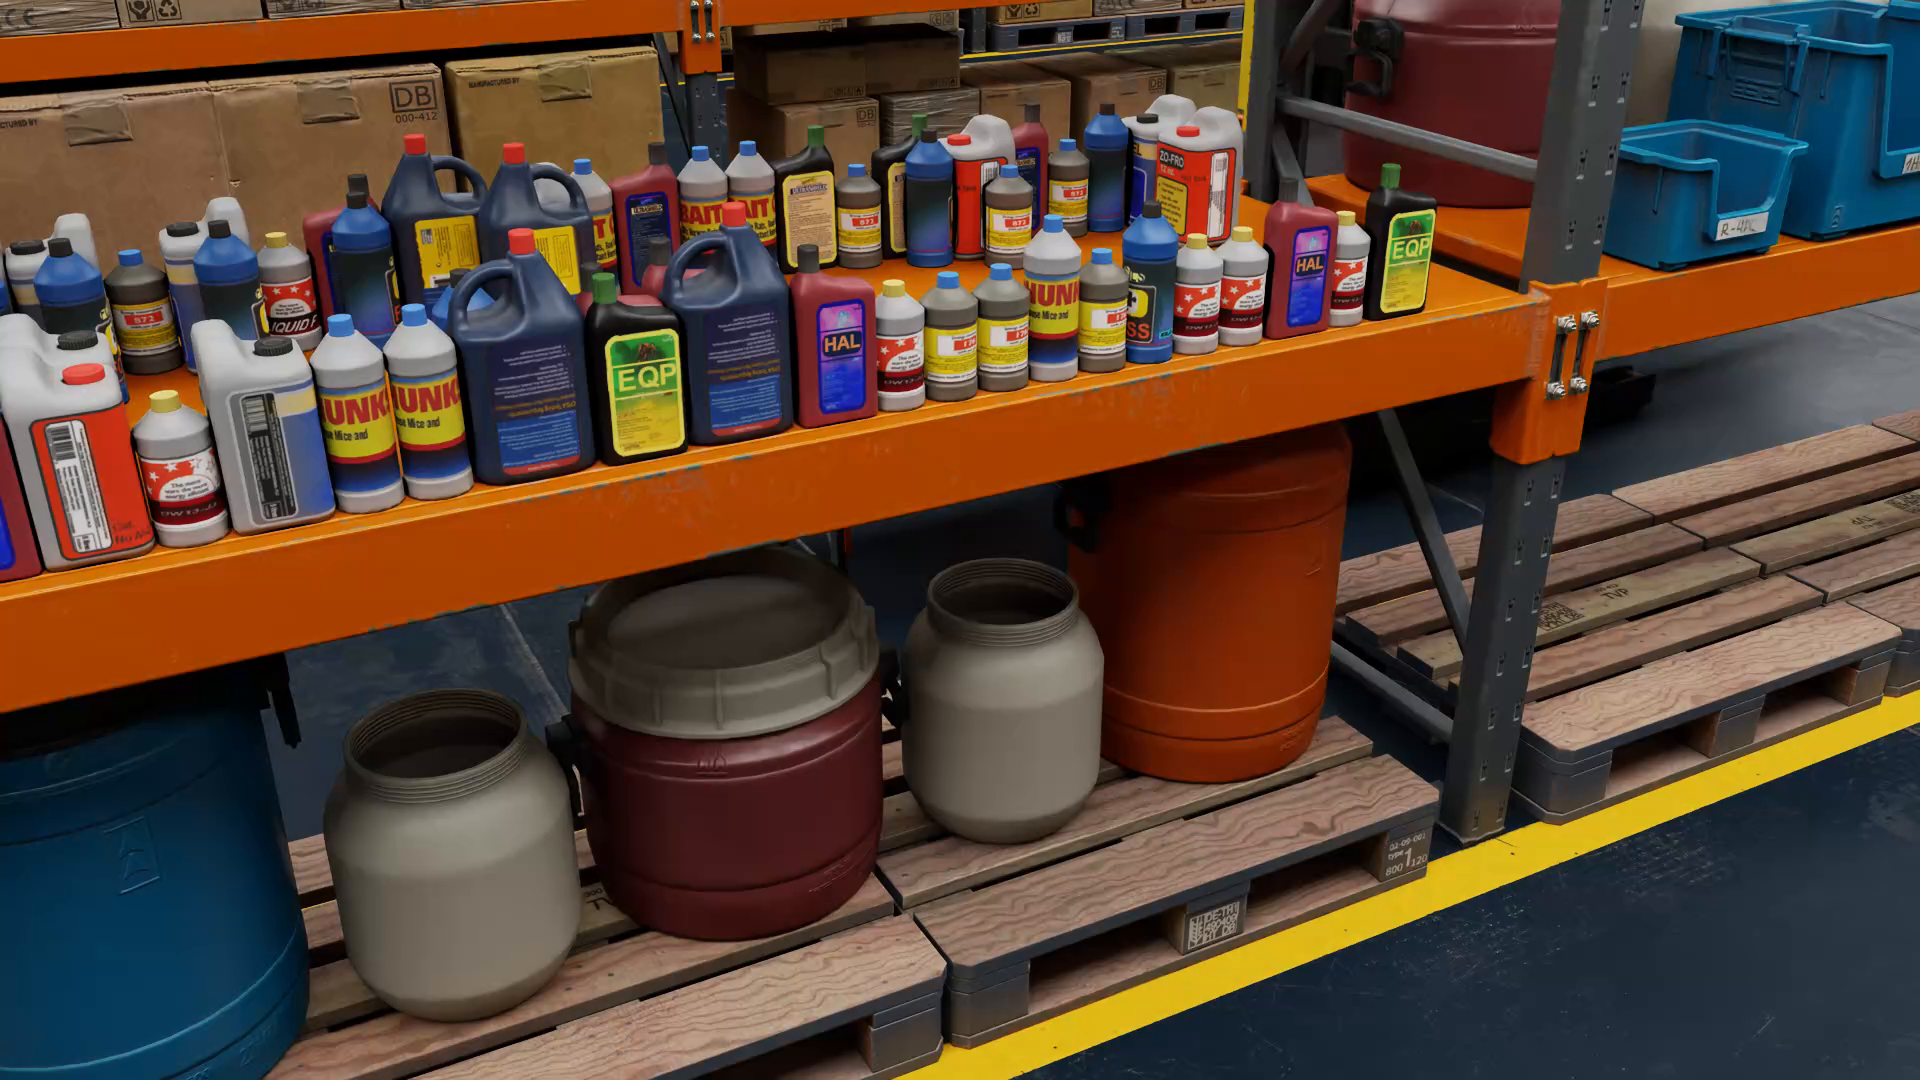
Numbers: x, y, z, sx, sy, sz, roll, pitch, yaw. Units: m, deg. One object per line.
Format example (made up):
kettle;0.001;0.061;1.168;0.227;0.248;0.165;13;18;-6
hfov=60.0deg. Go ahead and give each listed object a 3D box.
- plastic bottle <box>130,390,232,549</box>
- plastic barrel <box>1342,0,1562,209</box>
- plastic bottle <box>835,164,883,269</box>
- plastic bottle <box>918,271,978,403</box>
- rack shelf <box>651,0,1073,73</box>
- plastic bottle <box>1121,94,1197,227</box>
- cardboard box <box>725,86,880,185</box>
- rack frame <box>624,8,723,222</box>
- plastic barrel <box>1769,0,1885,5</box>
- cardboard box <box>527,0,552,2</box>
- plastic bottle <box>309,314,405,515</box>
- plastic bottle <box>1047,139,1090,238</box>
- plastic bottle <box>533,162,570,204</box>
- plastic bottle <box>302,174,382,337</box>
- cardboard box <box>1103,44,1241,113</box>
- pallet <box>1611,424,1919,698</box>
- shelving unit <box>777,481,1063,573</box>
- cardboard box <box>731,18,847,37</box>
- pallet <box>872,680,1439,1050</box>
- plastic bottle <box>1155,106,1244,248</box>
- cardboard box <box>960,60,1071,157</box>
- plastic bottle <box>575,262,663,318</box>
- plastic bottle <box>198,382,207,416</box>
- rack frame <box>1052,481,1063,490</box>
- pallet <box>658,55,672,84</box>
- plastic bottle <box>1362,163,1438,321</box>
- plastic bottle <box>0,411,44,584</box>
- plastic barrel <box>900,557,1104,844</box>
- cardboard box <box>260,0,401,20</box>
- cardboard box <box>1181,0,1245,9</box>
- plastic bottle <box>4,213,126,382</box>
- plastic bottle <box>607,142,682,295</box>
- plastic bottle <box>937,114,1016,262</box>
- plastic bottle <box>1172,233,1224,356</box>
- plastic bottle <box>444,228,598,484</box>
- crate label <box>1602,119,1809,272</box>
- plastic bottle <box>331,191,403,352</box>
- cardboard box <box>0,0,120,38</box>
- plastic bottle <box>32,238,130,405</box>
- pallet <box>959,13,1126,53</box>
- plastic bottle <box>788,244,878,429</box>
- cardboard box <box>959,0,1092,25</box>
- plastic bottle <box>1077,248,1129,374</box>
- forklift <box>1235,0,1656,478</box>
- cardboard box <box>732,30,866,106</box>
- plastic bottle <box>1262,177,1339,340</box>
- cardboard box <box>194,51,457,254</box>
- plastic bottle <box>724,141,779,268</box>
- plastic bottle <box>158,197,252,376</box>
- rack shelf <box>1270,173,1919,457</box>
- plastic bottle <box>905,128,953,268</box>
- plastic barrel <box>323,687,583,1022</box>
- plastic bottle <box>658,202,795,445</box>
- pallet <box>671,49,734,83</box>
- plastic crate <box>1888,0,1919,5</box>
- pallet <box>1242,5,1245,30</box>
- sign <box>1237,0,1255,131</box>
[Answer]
plastic bottle;-1.043;-0.100;2.221;0.097;0.201;0.097;0;26;0
plastic barrel;1.233;-1.125;3.970;0.708;0.536;0.600;-13;29;-25
plastic bottle;-0.209;-0.665;3.398;0.097;0.201;0.097;0;26;0
plastic bottle;-0.019;-0.336;2.714;0.097;0.201;0.097;0;26;0
rack shelf;0.401;-2.828;8.506;4.000;0.370;1.077;-13;29;-25
plastic bottle;0.433;-0.833;3.662;0.135;0.276;0.152;-13;29;-25
cardboard box;-0.782;-1.961;8.247;0.500;0.500;0.700;-15;29;-28
rack frame;-1.364;-2.745;7.502;0.127;3.000;1.000;-13;29;-25
plastic barrel;2.145;-1.281;4.323;0.421;0.512;0.421;0;26;0
cardboard box;-1.683;-2.595;7.073;0.500;0.500;0.500;-12;28;-24
plastic bottle;-0.838;-0.178;2.305;0.097;0.271;0.097;0;26;0
plastic bottle;0.232;-0.766;3.610;0.097;0.201;0.097;0;26;0
plastic bottle;-0.791;-0.550;3.074;0.135;0.276;0.152;-13;29;-25
plastic bottle;-1.094;-0.506;2.973;0.133;0.283;0.061;-13;29;-25
cardboard box;1.184;-2.424;9.213;0.500;0.500;0.700;-13;29;-25
pallet;2.743;0.014;4.977;1.213;0.211;1.003;-13;29;-25
shelving unit;-0.006;-0.506;5.004;1.048;1.125;0.538;-13;29;-25
cardboard box;-1.438;-4.294;12.842;0.750;0.750;1.050;-13;29;-25
pallet;0.290;0.580;3.798;1.213;0.211;1.003;-13;29;-25
plastic bottle;0.504;-0.775;3.541;0.135;0.276;0.152;-13;29;-25
cardboard box;0.198;-2.196;8.739;0.500;0.500;0.700;-11;28;-21
plastic bottle;-0.508;-0.281;2.505;0.133;0.283;0.061;-13;29;-25
plastic bottle;-1.029;-0.178;2.384;0.097;0.201;0.097;0;26;0
rack frame;0.443;-0.609;5.219;0.032;1.125;0.500;-13;29;-25
pallet;-2.878;-3.535;12.368;1.213;0.211;1.003;-13;29;-25
plastic bottle;0.810;-0.555;3.076;0.133;0.283;0.061;-13;29;-25
plastic bottle;-1.255;-0.079;2.083;0.133;0.283;0.061;-13;29;-25
plastic barrel;0.087;0.334;3.478;0.421;0.512;0.421;0;26;0
cardboard box;-2.582;-2.389;6.644;0.500;0.500;0.500;-14;29;-27
cardboard box;2.107;-5.177;14.537;0.875;0.875;0.875;-13;29;-26
plastic bottle;-1.481;-0.391;2.742;0.135;0.276;0.152;-13;29;-25
plastic bottle;-0.608;-0.618;3.207;0.133;0.283;0.061;-13;29;-25
plastic bottle;0.024;-0.739;3.466;0.135;0.276;0.152;-13;29;-25
plastic bottle;0.410;-0.435;2.920;0.097;0.201;0.097;0;26;0
plastic bottle;-0.639;-0.272;2.407;0.185;0.351;0.144;-13;29;-25
crate label;1.515;-0.721;3.479;0.416;0.233;0.303;-13;29;-25
plastic bottle;-1.041;-0.474;2.921;0.097;0.271;0.097;0;26;0
cardboard box;-3.485;-2.178;6.205;0.500;0.500;0.500;-14;29;-26
plastic bottle;-1.406;-0.345;2.652;0.097;0.271;0.097;0;26;0
pallet;0.628;-4.342;14.050;1.213;0.211;1.003;-13;29;-25
plastic bottle;-0.198;-0.323;2.591;0.133;0.283;0.061;-13;29;-25
cardboard box;0.508;-4.807;13.767;0.875;0.875;0.875;-13;28;-24
plastic bottle;0.239;-0.396;2.838;0.097;0.201;0.097;0;26;0
forklift;1.994;-1.920;5.862;3.031;2.935;1.130;-15;30;-29
cardboard box;-0.787;-2.302;8.093;0.500;0.250;0.500;-12;28;-23
plastic bottle;0.607;-0.508;2.978;0.133;0.283;0.061;-13;29;-25
cardboard box;-2.773;-1.665;7.222;0.875;0.875;1.225;-13;29;-25
plastic bottle;-0.412;-0.649;3.285;0.097;0.271;0.097;0;26;0
plastic bottle;-1.277;-0.438;2.841;0.135;0.276;0.152;-13;29;-25
rack shelf;2.731;-0.936;4.566;4.000;0.370;1.077;-13;29;-25
plastic bottle;-0.062;-0.700;3.391;0.097;0.271;0.097;0;26;0
plastic barrel;-0.910;0.564;2.999;0.421;0.512;0.421;0;26;0
plastic bottle;-0.358;-0.337;2.542;0.185;0.351;0.144;-13;29;-25
pallet;-1.803;-3.781;12.882;1.213;0.211;1.003;-13;29;-25
plastic crate;2.536;-1.094;3.990;0.583;0.464;0.402;-13;29;-25
pallet;2.781;-4.839;15.086;1.213;0.211;1.003;-13;29;-25
sign;0.701;-1.136;3.961;0.005;0.325;0.100;-13;29;-25
